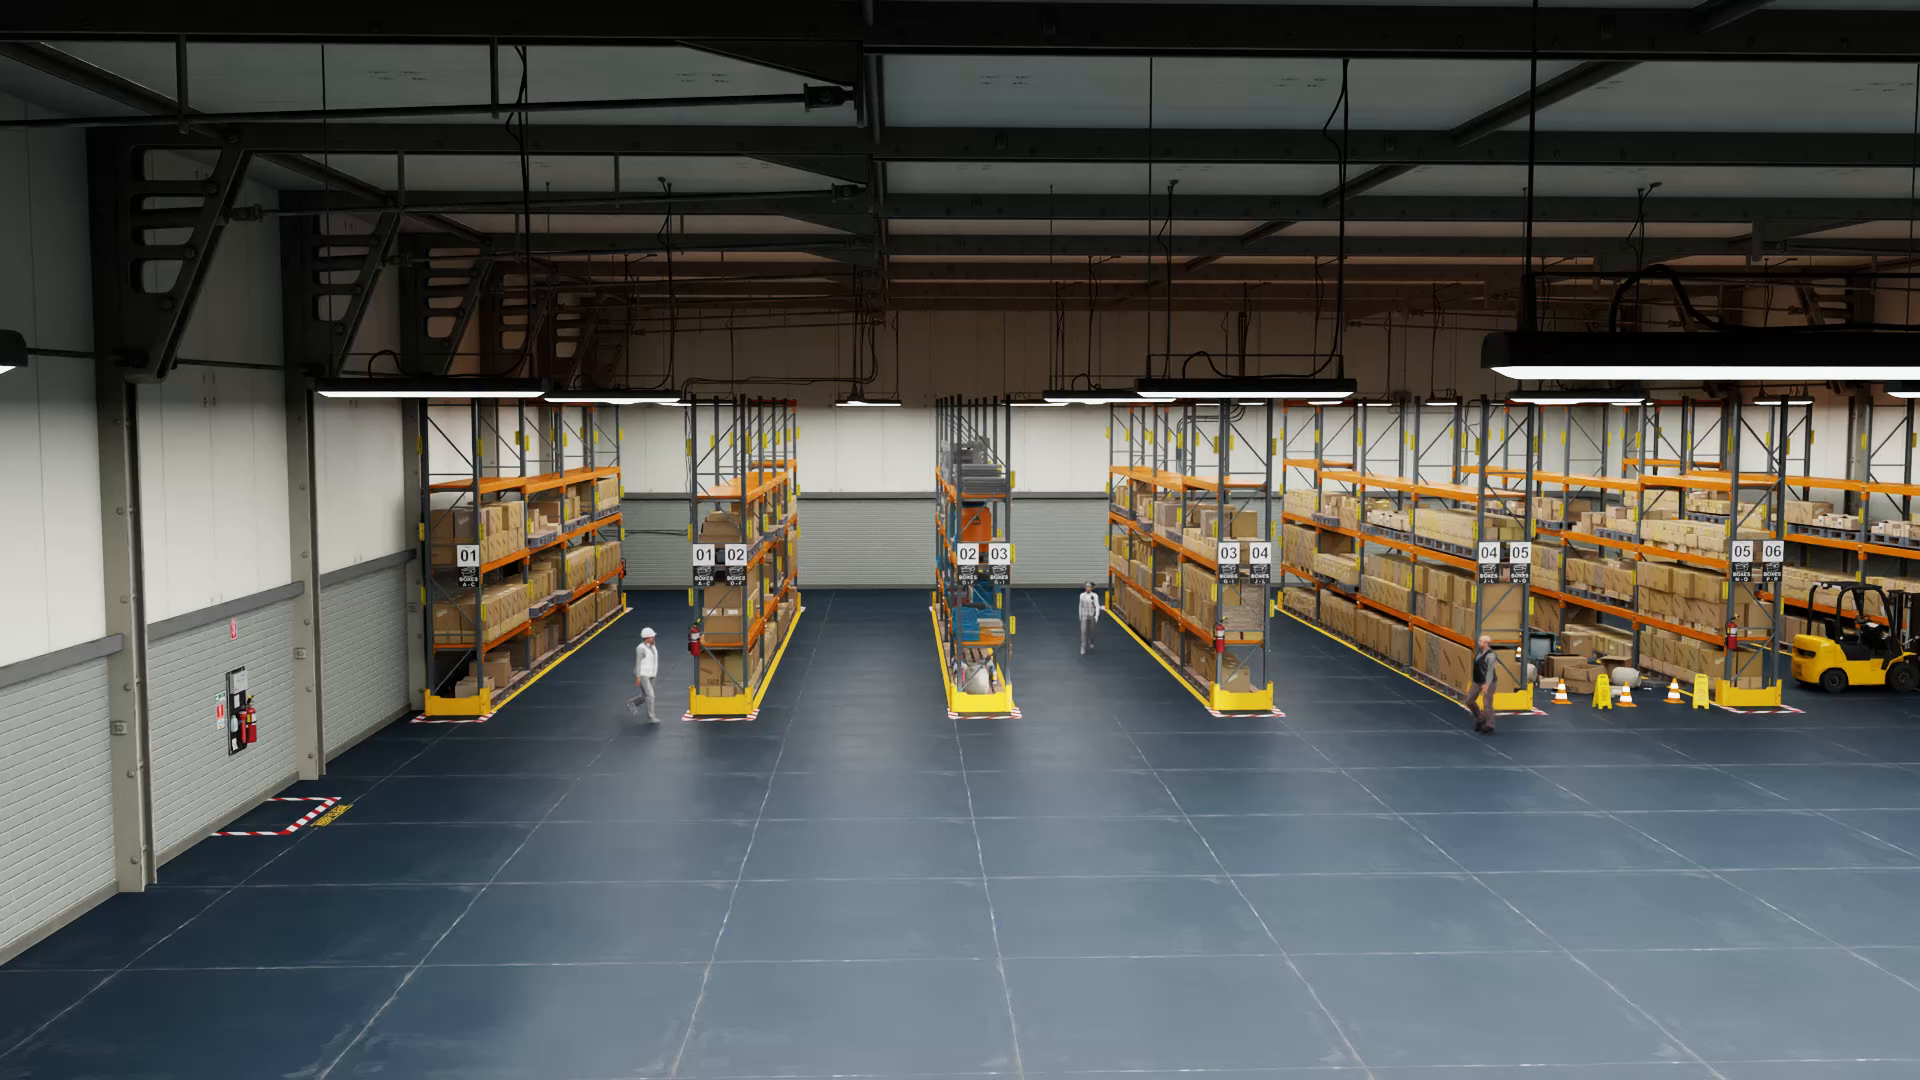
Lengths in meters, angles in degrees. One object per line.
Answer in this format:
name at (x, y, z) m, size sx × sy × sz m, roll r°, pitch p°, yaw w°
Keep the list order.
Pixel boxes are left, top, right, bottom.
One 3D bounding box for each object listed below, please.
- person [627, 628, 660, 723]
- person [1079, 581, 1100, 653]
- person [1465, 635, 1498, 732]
person at (-5.801, 2.456, 30.456) m, size 0.944 × 1.736 × 0.538 m, roll 3°, pitch 5°, yaw 31°
person at (3.048, 1.792, 39.235) m, size 0.501 × 1.654 × 0.950 m, roll 1°, pitch 5°, yaw 7°
person at (9.239, 2.555, 29.332) m, size 0.478 × 1.749 × 0.521 m, roll -2°, pitch 5°, yaw -27°
